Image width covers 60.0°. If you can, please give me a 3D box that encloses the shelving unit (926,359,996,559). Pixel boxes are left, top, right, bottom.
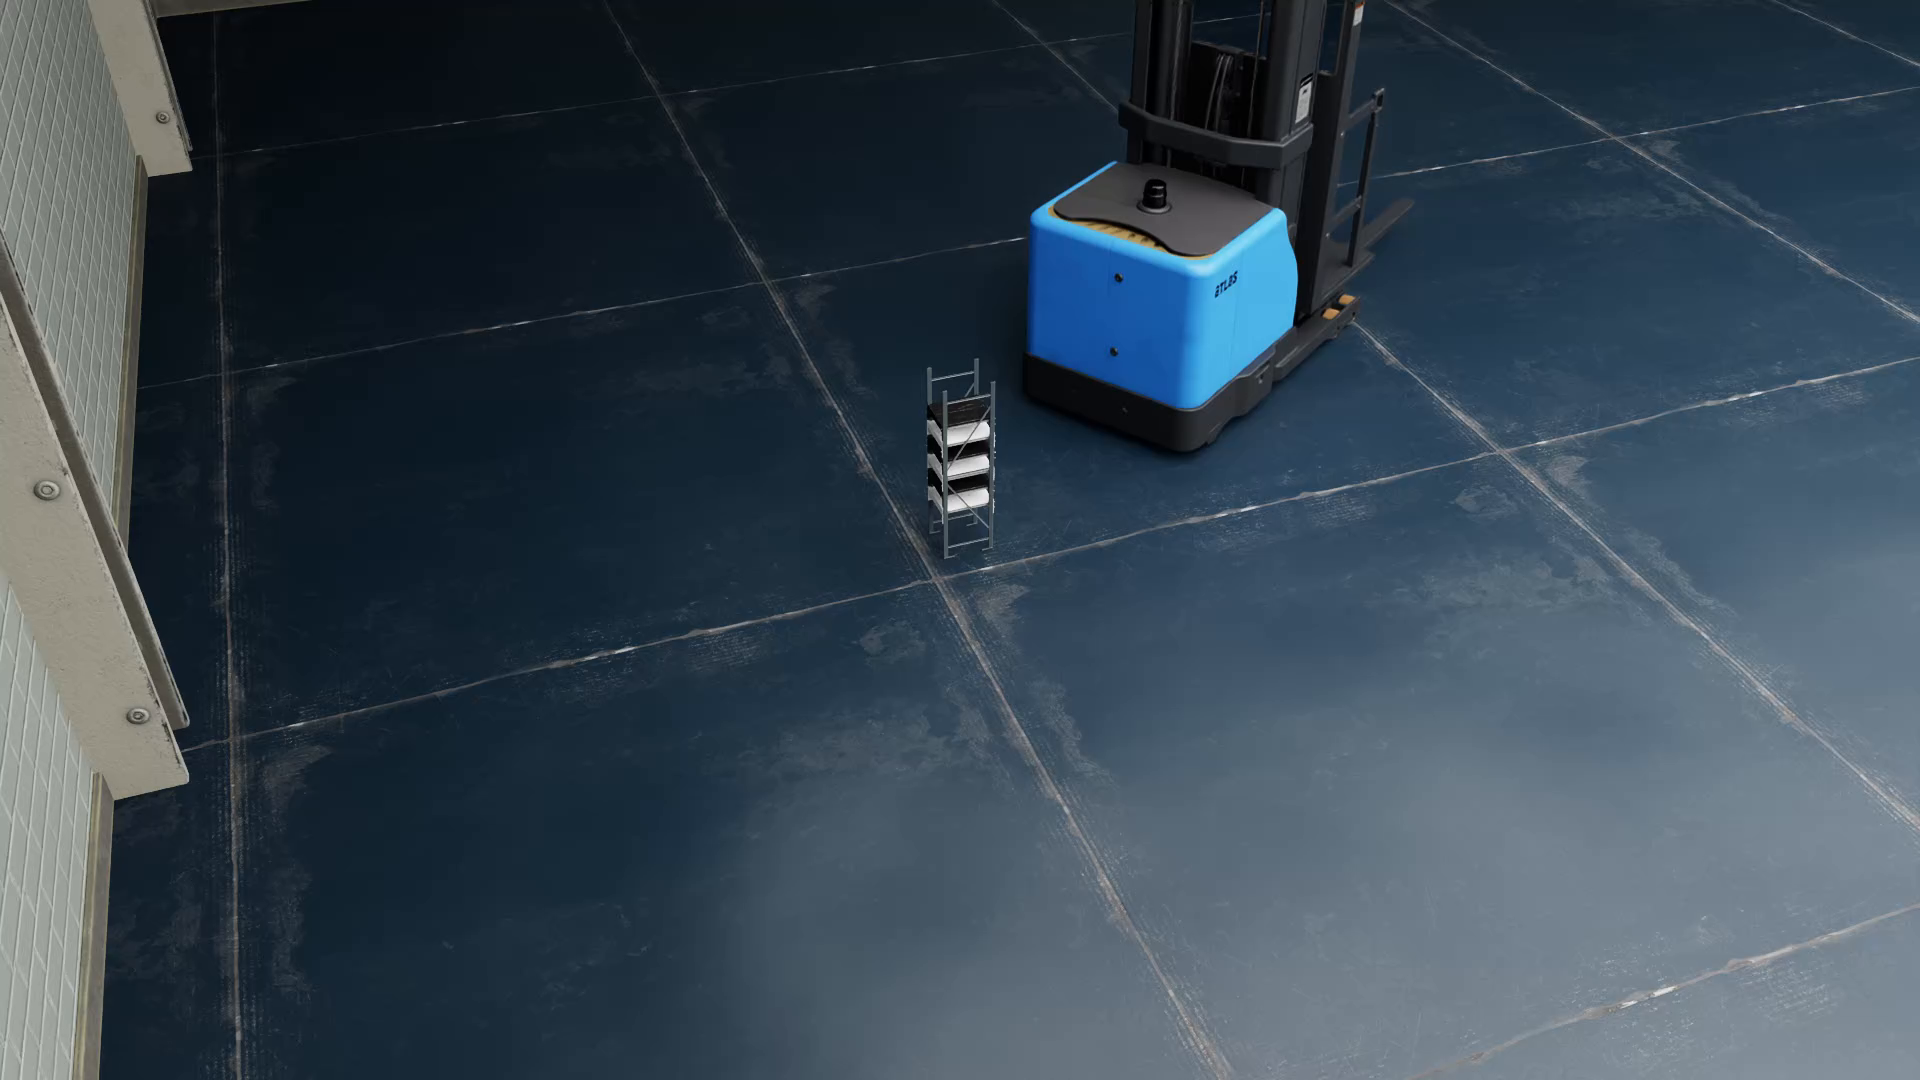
[{"bbox_3d":[0.003,-0.355,7.473,0.258,0.900,0.210,-12,39,-16],"label":"shelving unit"}]

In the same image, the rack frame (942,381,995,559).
[{"bbox_3d":[0.038,-0.297,7.397,0.240,0.900,0.006,-12,39,-16],"label":"rack frame"}]

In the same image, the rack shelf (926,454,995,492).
[{"bbox_3d":[0.003,-0.328,7.493,0.258,0.077,0.200,-12,39,-16],"label":"rack shelf"}]

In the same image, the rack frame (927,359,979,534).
[{"bbox_3d":[-0.032,-0.412,7.549,0.240,0.900,0.006,-12,39,-16],"label":"rack frame"}]

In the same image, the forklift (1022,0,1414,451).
[{"bbox_3d":[1.602,-2.445,8.560,1.130,2.935,3.031,24,43,28],"label":"forklift"}]

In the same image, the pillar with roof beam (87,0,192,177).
[{"bbox_3d":[-1.247,-7.007,9.574,9.100,9.000,0.400,-12,39,-16],"label":"pillar with roof beam"}]

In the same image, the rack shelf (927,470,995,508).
[{"bbox_3d":[0.003,-0.256,7.547,0.258,0.077,0.200,-12,39,-16],"label":"rack shelf"}]

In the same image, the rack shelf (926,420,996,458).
[{"bbox_3d":[0.003,-0.472,7.385,0.258,0.077,0.200,-12,39,-16],"label":"rack shelf"}]

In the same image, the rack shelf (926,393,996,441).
[{"bbox_3d":[0.003,-0.544,7.331,0.258,0.077,0.200,-12,39,-16],"label":"rack shelf"}]

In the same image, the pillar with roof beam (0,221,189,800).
[{"bbox_3d":[0.818,-3.618,5.074,9.100,9.000,0.400,-12,39,-16],"label":"pillar with roof beam"}]

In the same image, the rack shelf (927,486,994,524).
[{"bbox_3d":[0.003,-0.184,7.602,0.258,0.077,0.200,-12,39,-16],"label":"rack shelf"}]

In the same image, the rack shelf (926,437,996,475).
[{"bbox_3d":[0.003,-0.400,7.439,0.258,0.077,0.200,-12,39,-16],"label":"rack shelf"}]
